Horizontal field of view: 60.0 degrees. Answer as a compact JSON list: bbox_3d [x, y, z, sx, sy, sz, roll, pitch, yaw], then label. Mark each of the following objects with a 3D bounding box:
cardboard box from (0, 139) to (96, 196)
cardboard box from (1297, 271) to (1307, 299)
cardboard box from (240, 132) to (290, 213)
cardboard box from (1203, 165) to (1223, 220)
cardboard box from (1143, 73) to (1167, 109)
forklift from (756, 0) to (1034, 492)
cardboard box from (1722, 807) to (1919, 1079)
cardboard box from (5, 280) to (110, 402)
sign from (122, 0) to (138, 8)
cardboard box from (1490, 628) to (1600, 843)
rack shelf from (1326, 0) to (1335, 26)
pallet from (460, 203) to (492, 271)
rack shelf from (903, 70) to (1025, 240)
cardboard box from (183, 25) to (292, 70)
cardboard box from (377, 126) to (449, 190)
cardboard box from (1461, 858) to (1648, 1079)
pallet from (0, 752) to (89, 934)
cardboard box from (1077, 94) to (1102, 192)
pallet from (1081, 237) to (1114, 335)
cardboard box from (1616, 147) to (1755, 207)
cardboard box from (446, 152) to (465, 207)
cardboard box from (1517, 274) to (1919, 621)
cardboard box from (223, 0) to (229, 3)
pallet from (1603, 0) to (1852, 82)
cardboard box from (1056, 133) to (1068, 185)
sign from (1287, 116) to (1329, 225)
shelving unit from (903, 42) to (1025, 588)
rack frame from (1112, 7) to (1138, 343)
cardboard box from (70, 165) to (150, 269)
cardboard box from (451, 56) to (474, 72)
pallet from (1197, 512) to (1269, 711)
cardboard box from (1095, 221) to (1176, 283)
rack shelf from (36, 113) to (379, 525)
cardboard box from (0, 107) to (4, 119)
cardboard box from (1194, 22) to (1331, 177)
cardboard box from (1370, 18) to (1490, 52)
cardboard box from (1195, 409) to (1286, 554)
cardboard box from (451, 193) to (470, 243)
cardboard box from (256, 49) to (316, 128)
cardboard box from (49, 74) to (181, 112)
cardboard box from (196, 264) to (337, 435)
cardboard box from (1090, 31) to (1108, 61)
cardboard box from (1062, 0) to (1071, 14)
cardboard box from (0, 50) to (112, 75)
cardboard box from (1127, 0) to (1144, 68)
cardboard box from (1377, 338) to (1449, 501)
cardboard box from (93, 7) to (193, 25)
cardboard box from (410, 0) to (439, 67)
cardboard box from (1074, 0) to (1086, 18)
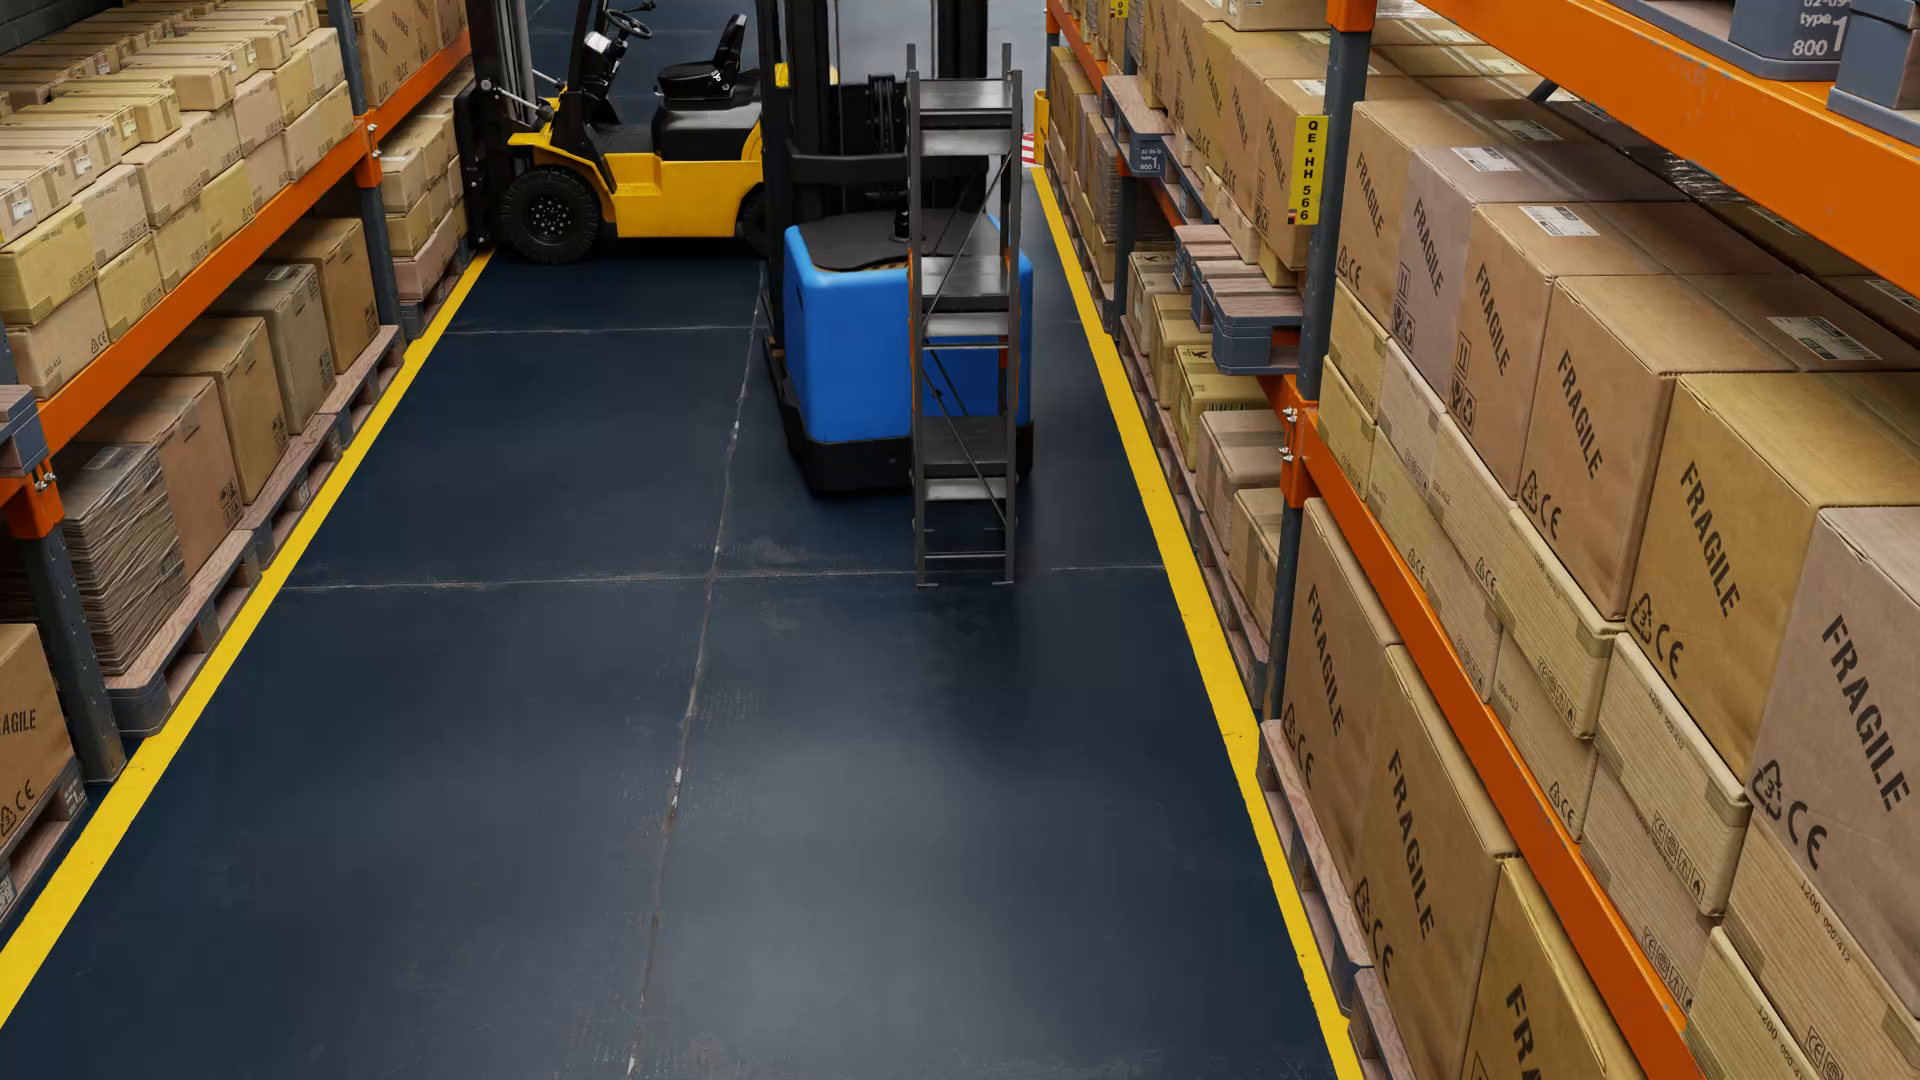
[{"bbox_3d":[-3.156,-1.241,5.577,0.380,0.149,0.250,-1,28,-1],"label":"cardboard box"},{"bbox_3d":[1.326,-0.856,5.465,0.380,0.149,0.250,0,28,-1],"label":"cardboard box"},{"bbox_3d":[-3.273,-1.606,7.248,0.500,0.250,0.500,-1,28,-2],"label":"cardboard box"},{"bbox_3d":[1.148,-1.336,6.386,0.380,0.149,0.250,-1,28,-2],"label":"cardboard box"},{"bbox_3d":[1.086,-2.179,8.002,0.380,0.149,0.250,-1,28,-2],"label":"cardboard box"},{"bbox_3d":[-0.461,-2.180,8.260,1.130,2.935,3.031,-5,28,-10],"label":"forklift"},{"bbox_3d":[1.487,0.628,2.423,0.500,0.250,0.500,-1,28,-1],"label":"cardboard box"},{"bbox_3d":[-3.158,-0.658,5.430,0.500,0.250,0.500,-1,28,-2],"label":"cardboard box"},{"bbox_3d":[-4.142,-2.766,8.288,0.100,0.325,0.005,-1,28,-3],"label":"sign"},{"bbox_3d":[1.447,0.370,3.459,0.500,0.250,0.500,-1,28,-3],"label":"cardboard box"},{"bbox_3d":[1.473,-2.570,6.468,1.077,0.370,4.000,-1,28,-3],"label":"rack shelf"},{"bbox_3d":[-3.654,-2.058,10.967,1.003,0.211,1.213,-1,28,-3],"label":"pallet"},{"bbox_3d":[0.009,-1.463,6.300,0.431,0.518,0.480,-1,28,-3],"label":"rack shelf"},{"bbox_3d":[-3.210,-2.189,7.394,0.380,0.149,0.250,-2,28,-4],"label":"cardboard box"},{"bbox_3d":[-3.316,-2.239,9.737,0.500,0.250,0.500,-1,28,-3],"label":"cardboard box"},{"bbox_3d":[1.619,1.266,3.422,0.875,0.875,0.875,-1,28,-1],"label":"cardboard box"},{"bbox_3d":[-3.378,1.068,4.974,1.003,0.211,1.213,-1,28,-3],"label":"pallet"},{"bbox_3d":[1.014,-2.519,10.545,0.500,0.500,0.500,0,28,0],"label":"cardboard box"},{"bbox_3d":[1.298,-1.556,10.004,1.003,0.211,1.213,-1,28,-3],"label":"pallet"},{"bbox_3d":[1.901,-0.654,4.071,0.500,0.500,0.500,-1,28,-2],"label":"cardboard box"},{"bbox_3d":[-3.348,-2.246,10.291,0.500,0.250,0.500,-2,28,-3],"label":"cardboard box"},{"bbox_3d":[1.429,-0.188,3.178,0.500,0.500,0.500,-1,28,-2],"label":"cardboard box"},{"bbox_3d":[-3.861,-2.835,8.633,0.380,0.149,0.250,-2,28,-3],"label":"cardboard box"},{"bbox_3d":[1.726,-1.069,3.017,1.003,0.211,1.213,0,28,0],"label":"pallet"},{"bbox_3d":[0.945,-2.682,11.668,0.500,0.250,0.500,0,28,-1],"label":"cardboard box"},{"bbox_3d":[1.036,-1.096,4.942,0.100,0.325,0.005,-1,28,-3],"label":"sign"},{"bbox_3d":[0.009,-0.855,6.618,0.431,2.100,0.503,-1,28,-3],"label":"shelving unit"},{"bbox_3d":[1.369,-2.483,8.766,1.000,3.000,0.127,-1,28,-3],"label":"rack frame"},{"bbox_3d":[-3.183,-1.111,5.758,0.500,0.250,0.500,-1,28,-1],"label":"cardboard box"},{"bbox_3d":[-3.429,-3.178,11.537,0.500,0.250,0.500,-1,28,-2],"label":"cardboard box"},{"bbox_3d":[1.538,0.240,6.561,1.003,0.211,1.213,-1,28,-3],"label":"pallet"},{"bbox_3d":[1.070,-1.716,9.816,0.500,0.250,0.500,0,28,0],"label":"cardboard box"},{"bbox_3d":[-3.483,-1.118,6.929,1.077,0.370,4.000,-1,28,-3],"label":"rack shelf"},{"bbox_3d":[-3.694,-1.465,6.005,0.380,0.149,0.250,-2,28,-3],"label":"cardboard box"},{"bbox_3d":[1.211,-1.673,6.329,0.500,0.500,0.500,-3,28,-6],"label":"cardboard box"},{"bbox_3d":[1.717,-1.697,6.376,0.500,0.500,0.500,-1,28,-2],"label":"cardboard box"},{"bbox_3d":[1.512,-0.258,6.889,0.950,0.372,0.625,-2,28,-4],"label":"cardboard box"},{"bbox_3d":[-3.367,-2.031,10.419,0.500,0.250,0.500,-1,28,-2],"label":"cardboard box"},{"bbox_3d":[-3.273,-2.058,7.574,0.500,0.250,0.500,-2,28,-4],"label":"cardboard box"},{"bbox_3d":[-3.290,-1.714,6.482,0.380,0.149,0.250,-1,28,-3],"label":"cardboard box"},{"bbox_3d":[-3.517,-0.895,7.836,0.875,0.625,0.625,-2,28,-3],"label":"cardboard box"},{"bbox_3d":[0.991,-2.981,9.994,0.380,0.149,0.250,-2,28,-3],"label":"cardboard box"},{"bbox_3d":[0.899,-3.698,11.368,0.380,0.149,0.250,-1,28,-2],"label":"cardboard box"},{"bbox_3d":[-3.770,-1.935,6.908,0.380,0.149,0.250,-2,28,-3],"label":"cardboard box"},{"bbox_3d":[1.107,-2.622,8.149,0.500,0.500,0.500,-1,28,-1],"label":"cardboard box"},{"bbox_3d":[1.383,-0.312,4.226,0.500,0.250,0.500,-1,28,-1],"label":"cardboard box"},{"bbox_3d":[-3.822,-2.400,7.799,0.380,0.149,0.250,-2,28,-4],"label":"cardboard box"},{"bbox_3d":[-3.422,-3.091,9.824,0.500,0.500,0.500,-2,28,-3],"label":"cardboard box"},{"bbox_3d":[1.000,-3.572,10.425,0.500,0.500,0.500,-2,28,-4],"label":"cardboard box"}]
